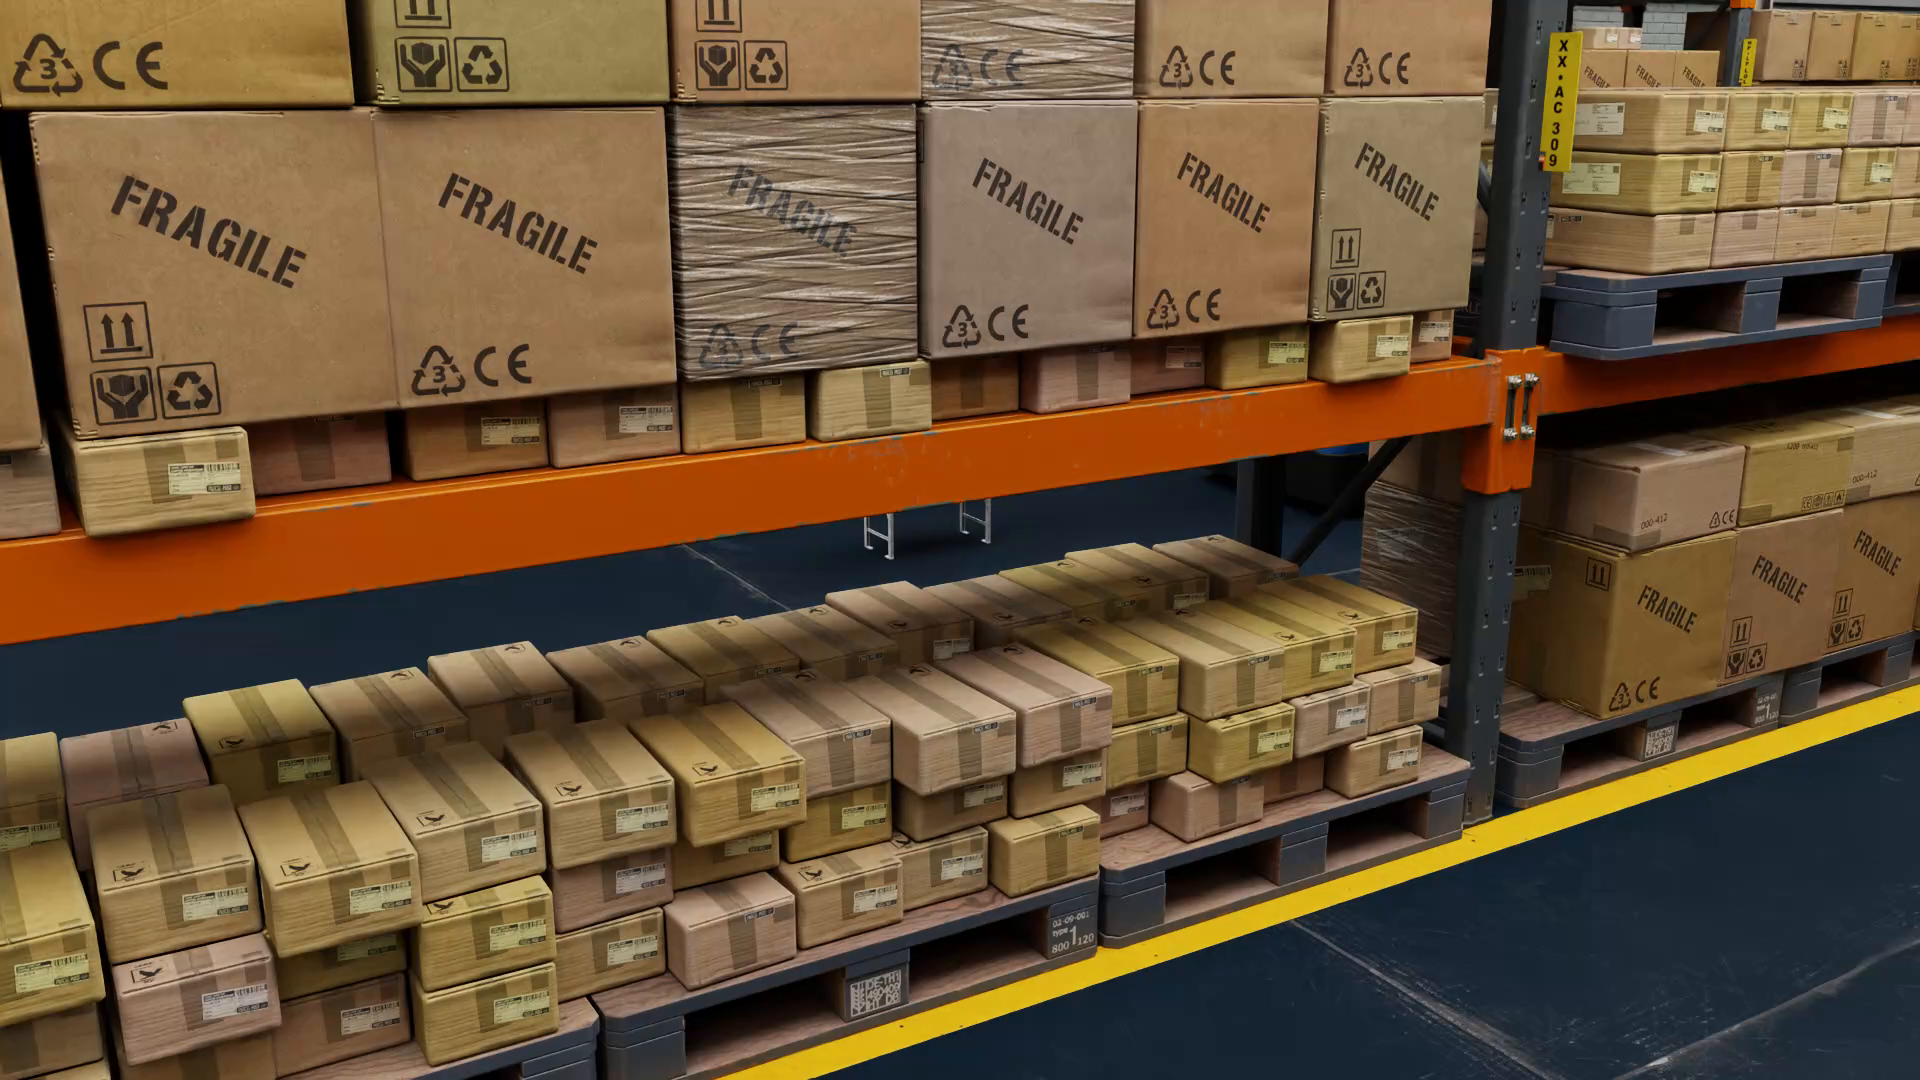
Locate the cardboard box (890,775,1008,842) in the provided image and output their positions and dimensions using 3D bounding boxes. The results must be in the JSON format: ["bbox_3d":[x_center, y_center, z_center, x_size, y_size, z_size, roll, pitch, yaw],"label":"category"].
[{"bbox_3d":[-0.096,0.541,3.877,0.250,0.149,0.380,-10,19,-32],"label":"cardboard box"}]

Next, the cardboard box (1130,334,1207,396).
[{"bbox_3d":[0.365,-0.451,3.928,0.250,0.149,0.380,-10,18,-31],"label":"cardboard box"}]

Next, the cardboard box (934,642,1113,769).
[{"bbox_3d":[0.143,0.381,3.894,0.250,0.149,0.380,-10,19,-32],"label":"cardboard box"}]

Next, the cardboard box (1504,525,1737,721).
[{"bbox_3d":[1.940,0.189,5.030,0.500,0.500,0.500,-8,18,-28],"label":"cardboard box"}]

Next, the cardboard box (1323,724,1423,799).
[{"bbox_3d":[1.009,0.533,4.454,0.250,0.149,0.380,-9,18,-29],"label":"cardboard box"}]

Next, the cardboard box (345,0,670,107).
[{"bbox_3d":[-0.851,-1.027,2.928,0.500,0.500,0.500,-10,18,-31],"label":"cardboard box"}]

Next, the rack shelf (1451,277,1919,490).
[{"bbox_3d":[2.884,-0.702,5.690,4.000,0.370,1.077,-9,18,-30],"label":"rack shelf"}]

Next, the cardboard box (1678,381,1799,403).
[{"bbox_3d":[2.571,-0.437,5.877,0.500,0.250,0.500,-10,19,-32],"label":"cardboard box"}]

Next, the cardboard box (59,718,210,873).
[{"bbox_3d":[-1.691,0.516,3.415,0.250,0.149,0.380,-9,18,-29],"label":"cardboard box"}]

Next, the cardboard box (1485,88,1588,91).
[{"bbox_3d":[1.643,-1.277,4.992,0.250,0.149,0.380,-10,18,-31],"label":"cardboard box"}]

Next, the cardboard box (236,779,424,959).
[{"bbox_3d":[-1.178,0.604,3.100,0.250,0.149,0.380,-9,18,-30],"label":"cardboard box"}]

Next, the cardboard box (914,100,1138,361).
[{"bbox_3d":[0.028,-0.689,3.573,0.500,0.500,0.500,-9,18,-30],"label":"cardboard box"}]

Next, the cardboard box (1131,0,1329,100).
[{"bbox_3d":[0.466,-1.242,3.696,0.500,0.500,0.500,-10,18,-31],"label":"cardboard box"}]

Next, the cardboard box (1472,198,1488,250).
[{"bbox_3d":[1.408,-0.953,4.939,0.250,0.149,0.380,-10,18,-31],"label":"cardboard box"}]

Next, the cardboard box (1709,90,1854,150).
[{"bbox_3d":[2.201,-1.162,4.582,0.250,0.149,0.380,-9,18,-29],"label":"cardboard box"}]

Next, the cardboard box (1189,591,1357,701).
[{"bbox_3d":[0.800,0.268,4.299,0.250,0.149,0.380,-9,18,-29],"label":"cardboard box"}]

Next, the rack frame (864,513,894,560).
[{"bbox_3d":[-0.351,-0.521,7.045,0.015,1.200,0.240,-9,18,-30],"label":"rack frame"}]

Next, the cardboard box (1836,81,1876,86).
[{"bbox_3d":[6.768,-3.344,13.045,0.500,0.500,0.500,-9,18,-30],"label":"cardboard box"}]

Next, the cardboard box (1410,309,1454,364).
[{"bbox_3d":[1.046,-0.556,4.300,0.250,0.149,0.380,-9,18,-30],"label":"cardboard box"}]

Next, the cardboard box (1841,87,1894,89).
[{"bbox_3d":[2.977,-1.492,5.760,0.250,0.149,0.380,-9,18,-28],"label":"cardboard box"}]

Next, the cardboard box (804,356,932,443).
[{"bbox_3d":[-0.258,-0.322,3.466,0.250,0.149,0.380,-9,18,-29],"label":"cardboard box"}]

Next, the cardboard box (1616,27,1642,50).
[{"bbox_3d":[4.528,-3.505,11.638,0.250,0.149,0.380,-10,18,-31],"label":"cardboard box"}]

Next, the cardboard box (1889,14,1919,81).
[{"bbox_3d":[7.174,-3.921,13.250,0.500,0.500,0.700,-9,18,-30],"label":"cardboard box"}]

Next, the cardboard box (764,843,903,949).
[{"bbox_3d":[-0.326,0.739,3.720,0.250,0.149,0.380,-9,18,-30],"label":"cardboard box"}]

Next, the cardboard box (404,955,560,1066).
[{"bbox_3d":[-0.978,0.856,3.304,0.250,0.149,0.380,-9,18,-29],"label":"cardboard box"}]

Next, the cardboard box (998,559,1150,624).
[{"bbox_3d":[0.310,0.185,4.596,0.250,0.149,0.380,-9,18,-30],"label":"cardboard box"}]

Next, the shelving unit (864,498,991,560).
[{"bbox_3d":[-0.142,-0.555,7.166,0.503,1.200,0.258,-9,18,-30],"label":"shelving unit"}]

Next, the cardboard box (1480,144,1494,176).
[{"bbox_3d":[1.409,-1.096,4.899,0.250,0.149,0.380,-9,18,-28],"label":"cardboard box"}]

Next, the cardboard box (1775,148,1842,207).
[{"bbox_3d":[2.187,-1.016,4.613,0.250,0.149,0.380,-9,18,-28],"label":"cardboard box"}]

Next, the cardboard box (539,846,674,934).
[{"bbox_3d":[-0.795,0.650,3.485,0.250,0.149,0.380,-10,19,-32],"label":"cardboard box"}]

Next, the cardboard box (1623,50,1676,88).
[{"bbox_3d":[4.689,-3.221,11.828,0.500,0.500,0.500,-9,18,-29],"label":"cardboard box"}]

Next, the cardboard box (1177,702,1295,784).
[{"bbox_3d":[0.617,0.456,4.179,0.250,0.149,0.380,-10,18,-32],"label":"cardboard box"}]

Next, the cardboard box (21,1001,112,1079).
[{"bbox_3d":[-1.645,0.957,2.942,0.250,0.149,0.380,-9,18,-29],"label":"cardboard box"}]

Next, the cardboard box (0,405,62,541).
[{"bbox_3d":[-1.615,-0.108,2.702,0.250,0.149,0.380,-8,18,-28],"label":"cardboard box"}]

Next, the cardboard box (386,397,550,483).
[{"bbox_3d":[-0.961,-0.233,3.147,0.250,0.149,0.380,-9,18,-30],"label":"cardboard box"}]

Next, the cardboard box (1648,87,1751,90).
[{"bbox_3d":[2.303,-1.382,5.368,0.250,0.149,0.380,-10,18,-32],"label":"cardboard box"}]

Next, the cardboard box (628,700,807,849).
[{"bbox_3d":[-0.517,0.488,3.514,0.250,0.149,0.380,-9,18,-29],"label":"cardboard box"}]

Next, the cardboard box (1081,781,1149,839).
[{"bbox_3d":[0.262,0.610,4.179,0.250,0.149,0.380,-10,18,-31],"label":"cardboard box"}]

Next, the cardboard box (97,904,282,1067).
[{"bbox_3d":[-1.414,0.774,3.043,0.250,0.149,0.380,-9,18,-30],"label":"cardboard box"}]

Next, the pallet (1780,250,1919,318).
[{"bbox_3d":[2.923,-0.950,5.595,1.213,0.211,1.003,-9,18,-30],"label":"pallet"}]

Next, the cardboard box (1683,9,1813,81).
[{"bbox_3d":[5.880,-3.698,12.455,0.500,0.500,0.700,-9,18,-30],"label":"cardboard box"}]

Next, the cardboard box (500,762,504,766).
[{"bbox_3d":[-1.072,0.526,3.930,0.250,0.149,0.380,-9,18,-29],"label":"cardboard box"}]

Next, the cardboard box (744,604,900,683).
[{"bbox_3d":[-0.353,0.300,4.185,0.250,0.149,0.380,-10,19,-32],"label":"cardboard box"}]

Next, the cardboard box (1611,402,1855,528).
[{"bbox_3d":[2.395,-0.246,5.195,0.500,0.250,0.500,-9,18,-28],"label":"cardboard box"}]

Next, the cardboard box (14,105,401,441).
[{"bbox_3d":[-1.286,-0.485,2.845,0.500,0.500,0.500,-9,18,-30],"label":"cardboard box"}]

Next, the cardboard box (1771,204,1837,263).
[{"bbox_3d":[2.195,-0.874,4.657,0.250,0.149,0.380,-9,18,-29],"label":"cardboard box"}]

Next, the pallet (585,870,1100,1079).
[{"bbox_3d":[-0.435,0.844,4.007,1.213,0.211,1.003,-9,18,-30],"label":"pallet"}]

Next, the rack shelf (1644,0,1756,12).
[{"bbox_3d":[7.106,-4.390,13.288,4.000,0.370,1.077,-9,18,-30],"label":"rack shelf"}]

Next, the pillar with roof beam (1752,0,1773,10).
[{"bbox_3d":[12.560,-7.556,17.694,0.400,9.000,9.100,-9,18,-30],"label":"pillar with roof beam"}]

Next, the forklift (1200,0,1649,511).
[{"bbox_3d":[2.738,-1.820,8.472,3.031,2.935,1.130,-9,18,-30],"label":"forklift"}]

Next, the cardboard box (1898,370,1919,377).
[{"bbox_3d":[3.720,-0.458,5.950,0.500,0.250,0.500,-9,18,-29],"label":"cardboard box"}]

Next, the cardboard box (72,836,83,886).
[{"bbox_3d":[-1.953,0.673,3.403,0.250,0.149,0.380,-10,18,-31],"label":"cardboard box"}]

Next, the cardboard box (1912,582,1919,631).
[{"bbox_3d":[3.277,-0.025,5.794,0.500,0.500,0.500,-10,19,-32],"label":"cardboard box"}]

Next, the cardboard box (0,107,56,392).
[{"bbox_3d":[-1.562,-0.598,3.251,0.500,0.500,0.500,-10,18,-31],"label":"cardboard box"}]

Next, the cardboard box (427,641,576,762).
[{"bbox_3d":[-1.078,0.379,3.903,0.250,0.149,0.380,-8,18,-28],"label":"cardboard box"}]
